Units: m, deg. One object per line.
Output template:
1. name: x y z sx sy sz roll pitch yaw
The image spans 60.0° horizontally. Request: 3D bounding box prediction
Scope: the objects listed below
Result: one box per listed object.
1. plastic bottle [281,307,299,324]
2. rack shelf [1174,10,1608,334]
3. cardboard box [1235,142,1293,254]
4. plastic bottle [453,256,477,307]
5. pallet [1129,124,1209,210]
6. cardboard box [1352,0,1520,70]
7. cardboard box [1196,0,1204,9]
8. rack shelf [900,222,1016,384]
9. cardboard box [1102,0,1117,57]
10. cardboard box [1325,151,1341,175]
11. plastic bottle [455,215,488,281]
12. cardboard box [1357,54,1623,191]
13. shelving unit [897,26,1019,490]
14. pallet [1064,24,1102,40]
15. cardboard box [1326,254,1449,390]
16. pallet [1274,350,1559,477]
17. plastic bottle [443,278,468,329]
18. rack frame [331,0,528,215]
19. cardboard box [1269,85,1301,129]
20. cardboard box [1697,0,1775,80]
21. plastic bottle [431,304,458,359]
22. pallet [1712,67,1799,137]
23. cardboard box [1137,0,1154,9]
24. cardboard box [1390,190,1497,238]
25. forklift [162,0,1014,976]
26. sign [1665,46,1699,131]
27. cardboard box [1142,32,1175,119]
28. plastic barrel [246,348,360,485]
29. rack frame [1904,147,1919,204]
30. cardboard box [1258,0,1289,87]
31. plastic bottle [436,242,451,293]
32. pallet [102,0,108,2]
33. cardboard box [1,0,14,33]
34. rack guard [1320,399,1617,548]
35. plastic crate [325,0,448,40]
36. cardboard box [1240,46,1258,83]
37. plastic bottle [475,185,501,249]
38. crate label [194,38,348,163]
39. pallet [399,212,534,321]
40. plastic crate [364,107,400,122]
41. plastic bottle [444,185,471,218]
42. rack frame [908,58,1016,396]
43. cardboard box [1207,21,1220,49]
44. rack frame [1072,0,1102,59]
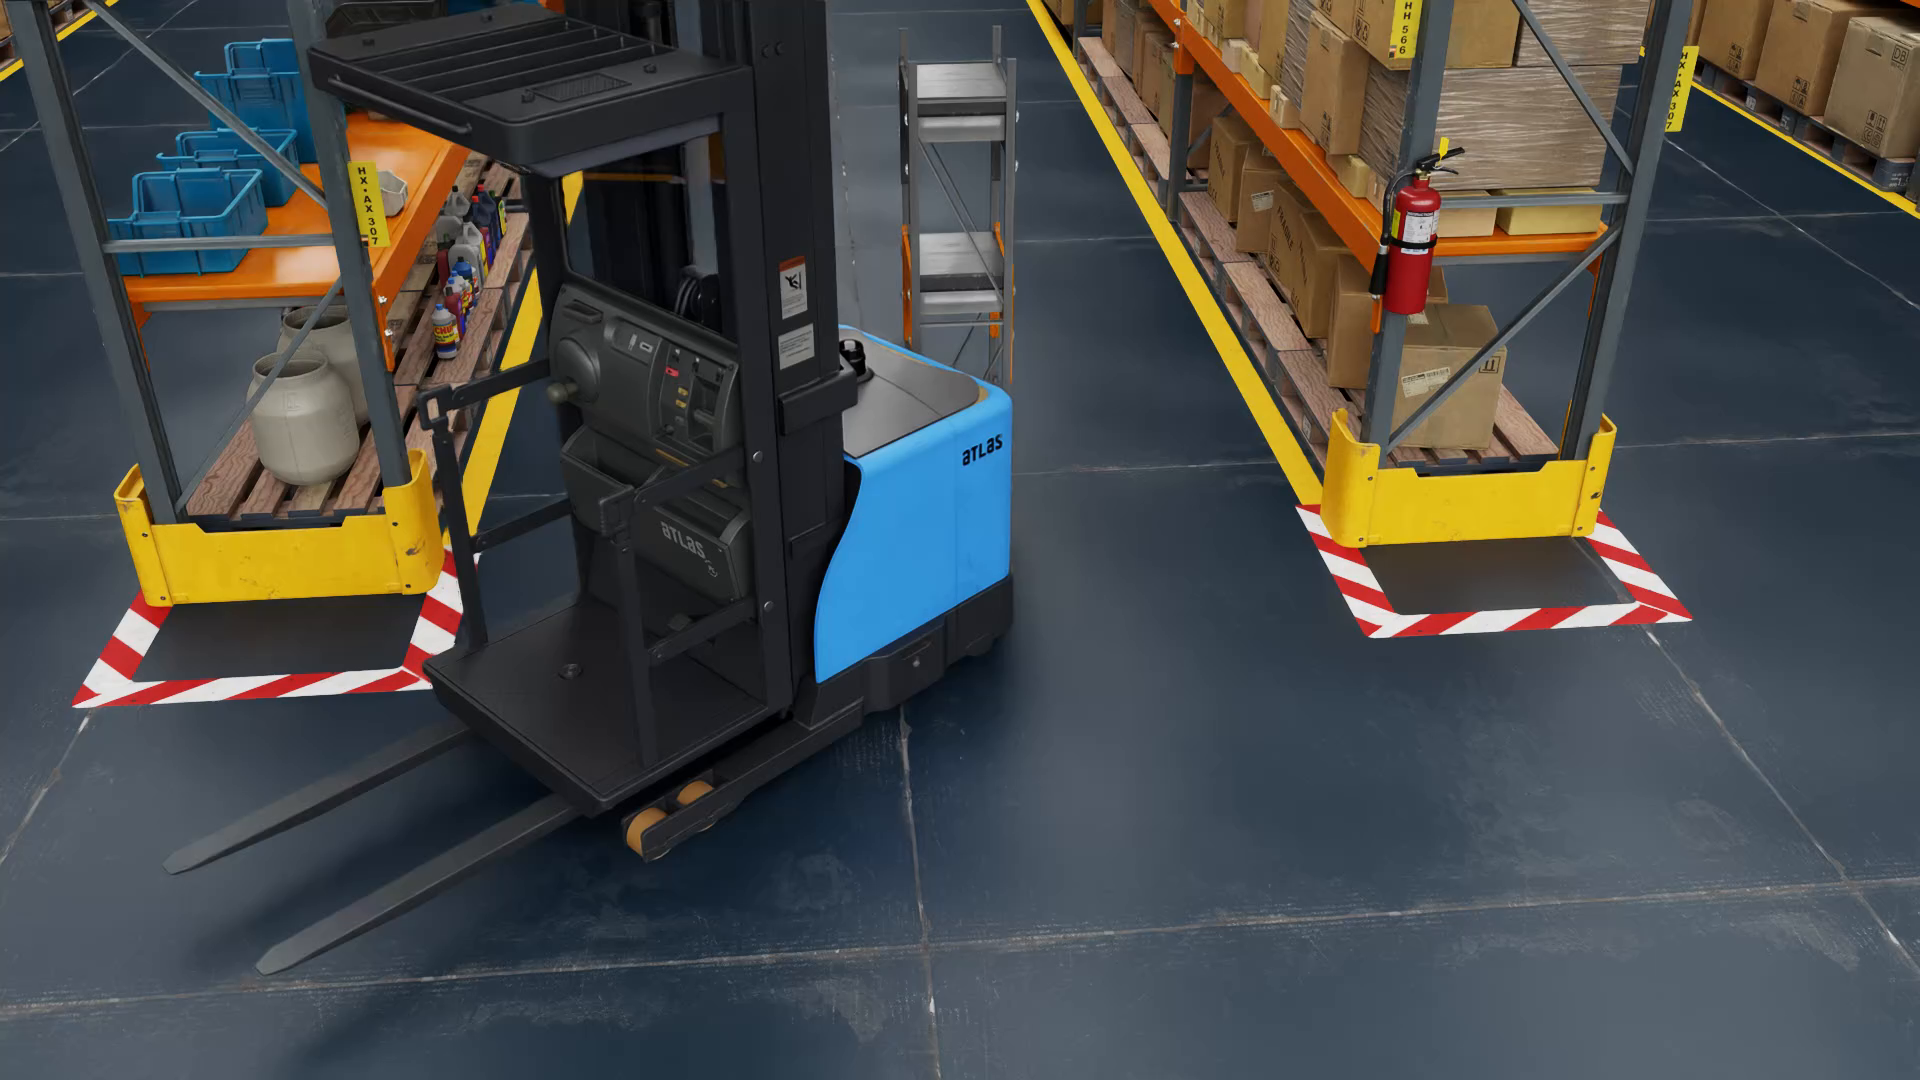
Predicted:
1. plastic bottle: -3.361 -1.090 8.369 0.061 0.283 0.133 -2 31 -3
2. rack shelf: 2.021 -2.041 8.444 1.077 0.370 4.000 -3 31 -5
3. cardboard box: 1.892 -1.980 9.668 0.500 0.500 0.500 7 32 11
4. plastic bottle: -2.643 -1.379 8.866 0.097 0.271 0.097 0 31 0
5. pallet: 1.760 -2.571 11.349 1.003 0.211 1.213 -3 31 -5
6. cardboard box: 1.910 -2.198 6.642 0.500 0.500 0.500 -3 31 -5
7. cardboard box: 1.814 -3.309 9.477 0.875 0.500 0.500 -3 31 -5
8. rack shelf: -0.015 -0.974 6.860 0.431 0.518 0.480 -3 31 -5
9. cardboard box: 1.543 -4.188 13.345 0.700 0.500 0.500 -4 31 -7
10. cardboard box: 1.870 -1.738 7.479 0.380 0.149 0.250 -3 31 -5
11. plastic bottle: -2.702 -1.608 9.171 0.144 0.351 0.185 -3 31 -5
12. cardboard box: 2.183 -1.782 6.920 0.875 0.500 0.500 -3 31 -5
13. shelving unit: -0.015 -0.986 6.853 0.431 2.100 0.503 -3 31 -5
14. pallet: 1.461 -4.622 14.783 1.003 0.211 1.213 -3 31 -5
15. cardboard box: 2.076 -1.059 8.126 0.500 0.500 0.500 5 31 8
16. pallet: 2.160 -0.587 8.027 1.003 0.211 1.213 -3 31 -5
17. plastic bottle: -2.615 -1.225 8.607 0.097 0.271 0.097 0 31 0
18. rack frame: -3.098 -3.134 9.571 1.000 3.000 0.127 -3 31 -5
19. cardboard box: 1.731 -2.118 8.115 0.380 0.149 0.250 -3 31 -5
20. cardboard box: 6.460 -4.052 12.894 1.050 0.750 0.750 -2 31 -4
21. plastic bottle: -2.583 -1.050 8.314 0.097 0.271 0.097 0 31 0
22. pallet: 6.517 -3.375 12.694 1.003 0.211 1.213 -3 31 -5
23. cardboard box: 1.612 -4.240 12.701 0.500 0.250 0.500 1 31 1
24. cardboard box: 1.975 -1.357 6.841 0.380 0.149 0.250 -3 31 -5
25. forklift: -1.176 -0.503 5.234 1.130 2.935 3.031 26 40 37
26. sign: 2.748 -1.727 6.371 0.100 0.325 0.005 -3 31 -5
27. cardboard box: 1.719 -3.331 11.911 0.700 0.500 0.500 -5 31 -9
28. plastic barrel: -2.861 -0.536 7.239 0.421 0.512 0.421 0 31 0
29. rack frame: 6.782 -3.557 10.280 1.000 3.000 0.127 -3 31 -5
30. cardboard box: 1.979 -2.544 8.197 0.875 0.500 0.500 -3 31 -5
31. plastic bottle: -2.797 -1.490 9.040 0.061 0.283 0.133 -3 31 -5
32. pallet: -8.663 -5.372 16.038 1.003 0.211 1.213 -3 31 -5
33. cardboard box: -8.216 -4.569 13.984 0.500 0.500 0.500 -4 31 -6
34. rack guard: 2.200 -0.295 7.256 1.175 0.500 0.348 -3 31 -5
35. plastic crate: -3.175 -2.834 9.130 0.767 0.338 0.504 -3 31 -5
36. cardboard box: 1.696 -2.502 8.759 0.380 0.149 0.250 -3 31 -5
37. plastic bottle: -2.750 -1.871 9.611 0.144 0.351 0.185 -4 31 -6
38. crate label: -3.165 -2.034 7.695 0.502 0.435 0.616 -3 31 -5
39. pallet: -3.076 -1.592 9.709 1.003 0.211 1.213 -3 31 -5
40. plastic crate: -2.694 -2.204 8.271 0.530 0.136 0.437 -3 31 -5
41. plastic bottle: -2.894 -1.864 9.599 0.144 0.351 0.185 -3 31 -5
42. rack frame: 0.007 -0.861 6.644 0.400 2.100 0.015 -3 31 -5
43. cardboard box: 1.616 -2.885 9.399 0.380 0.149 0.250 -3 31 -5
44. rack frame: 1.460 -5.413 13.388 1.000 3.000 0.127 -3 31 -5
